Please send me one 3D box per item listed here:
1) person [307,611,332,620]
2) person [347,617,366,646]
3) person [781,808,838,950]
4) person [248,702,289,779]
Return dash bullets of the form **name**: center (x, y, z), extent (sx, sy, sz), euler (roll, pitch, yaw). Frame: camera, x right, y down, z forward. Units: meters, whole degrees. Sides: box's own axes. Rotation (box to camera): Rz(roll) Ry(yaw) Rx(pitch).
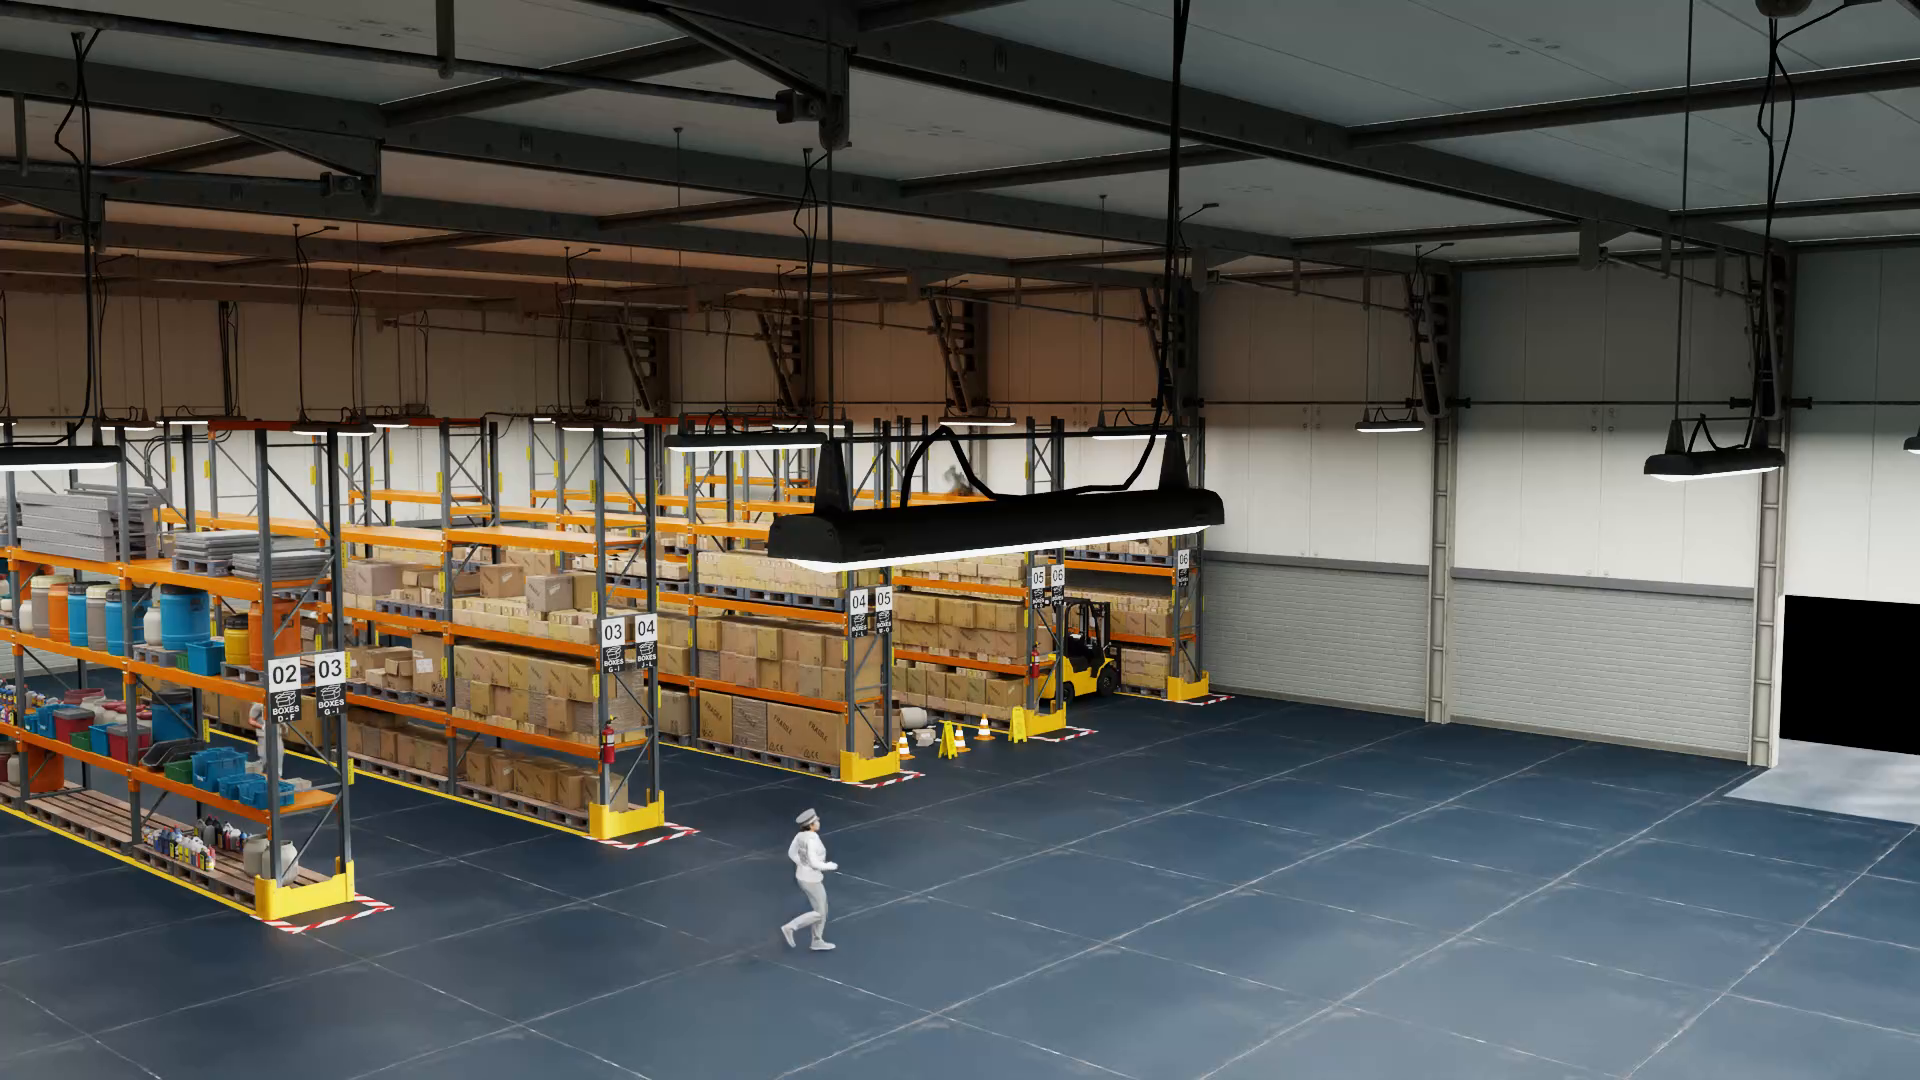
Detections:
- **person**: center (-14.778, 2.264, 38.208), extent (0.740, 1.768, 0.950), euler (1, 5, 15)
- **person**: center (-14.335, 2.170, 39.569), extent (0.682, 1.758, 0.863), euler (2, 5, 22)
- **person**: center (-1.760, 3.910, 19.113), extent (0.684, 1.662, 0.619), euler (-2, 5, -24)
- **person**: center (-11.247, 3.197, 27.033), extent (0.839, 1.792, 0.686), euler (3, 6, 32)
